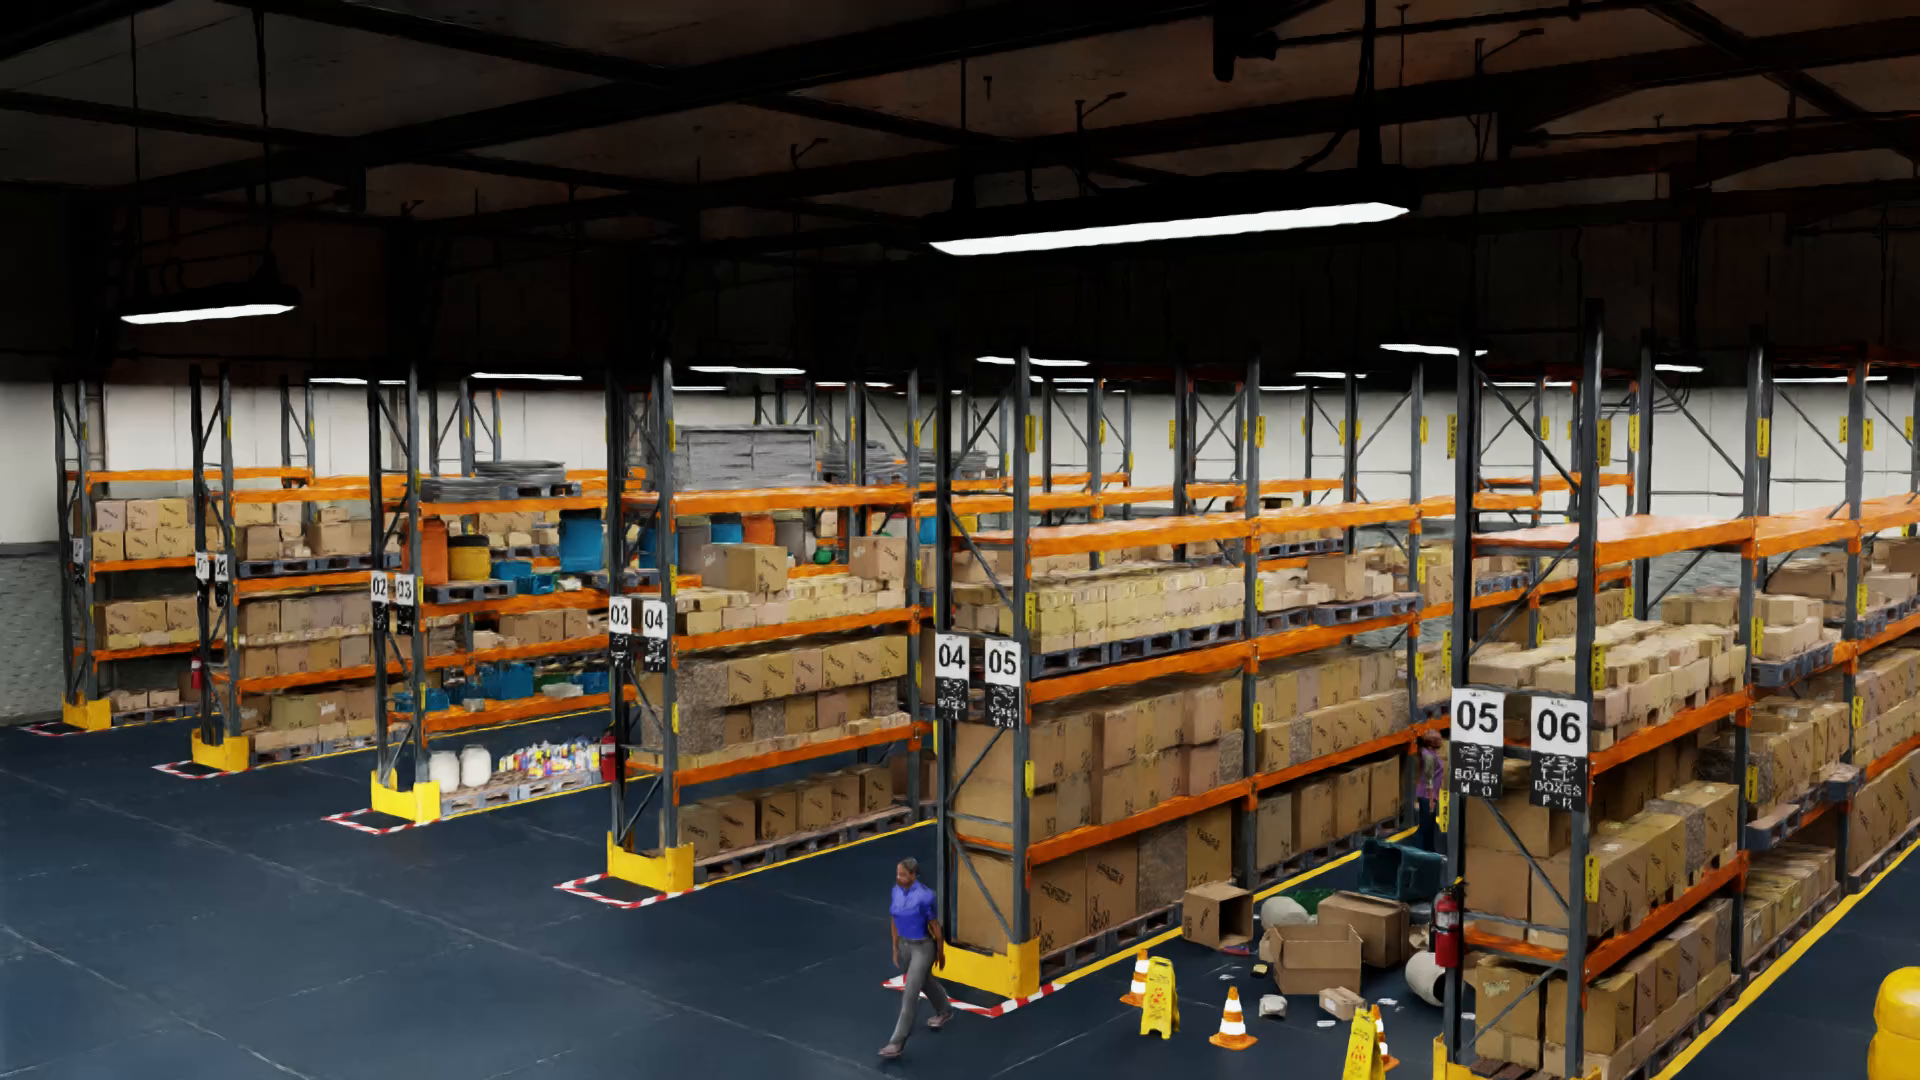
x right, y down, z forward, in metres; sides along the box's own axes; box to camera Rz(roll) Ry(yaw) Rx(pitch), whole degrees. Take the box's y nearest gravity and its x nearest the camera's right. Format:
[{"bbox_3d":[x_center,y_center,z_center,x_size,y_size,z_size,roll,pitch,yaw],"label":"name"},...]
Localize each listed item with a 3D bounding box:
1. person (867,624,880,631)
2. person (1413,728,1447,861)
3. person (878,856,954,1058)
[{"bbox_3d":[-1.593,2.047,30.619,0.628,1.787,0.550,-2,5,-31],"label":"person"},{"bbox_3d":[5.446,2.966,19.194,0.420,1.602,0.506,1,4,16],"label":"person"},{"bbox_3d":[-0.393,3.376,13.748,0.447,1.560,1.088,4,6,42],"label":"person"}]
